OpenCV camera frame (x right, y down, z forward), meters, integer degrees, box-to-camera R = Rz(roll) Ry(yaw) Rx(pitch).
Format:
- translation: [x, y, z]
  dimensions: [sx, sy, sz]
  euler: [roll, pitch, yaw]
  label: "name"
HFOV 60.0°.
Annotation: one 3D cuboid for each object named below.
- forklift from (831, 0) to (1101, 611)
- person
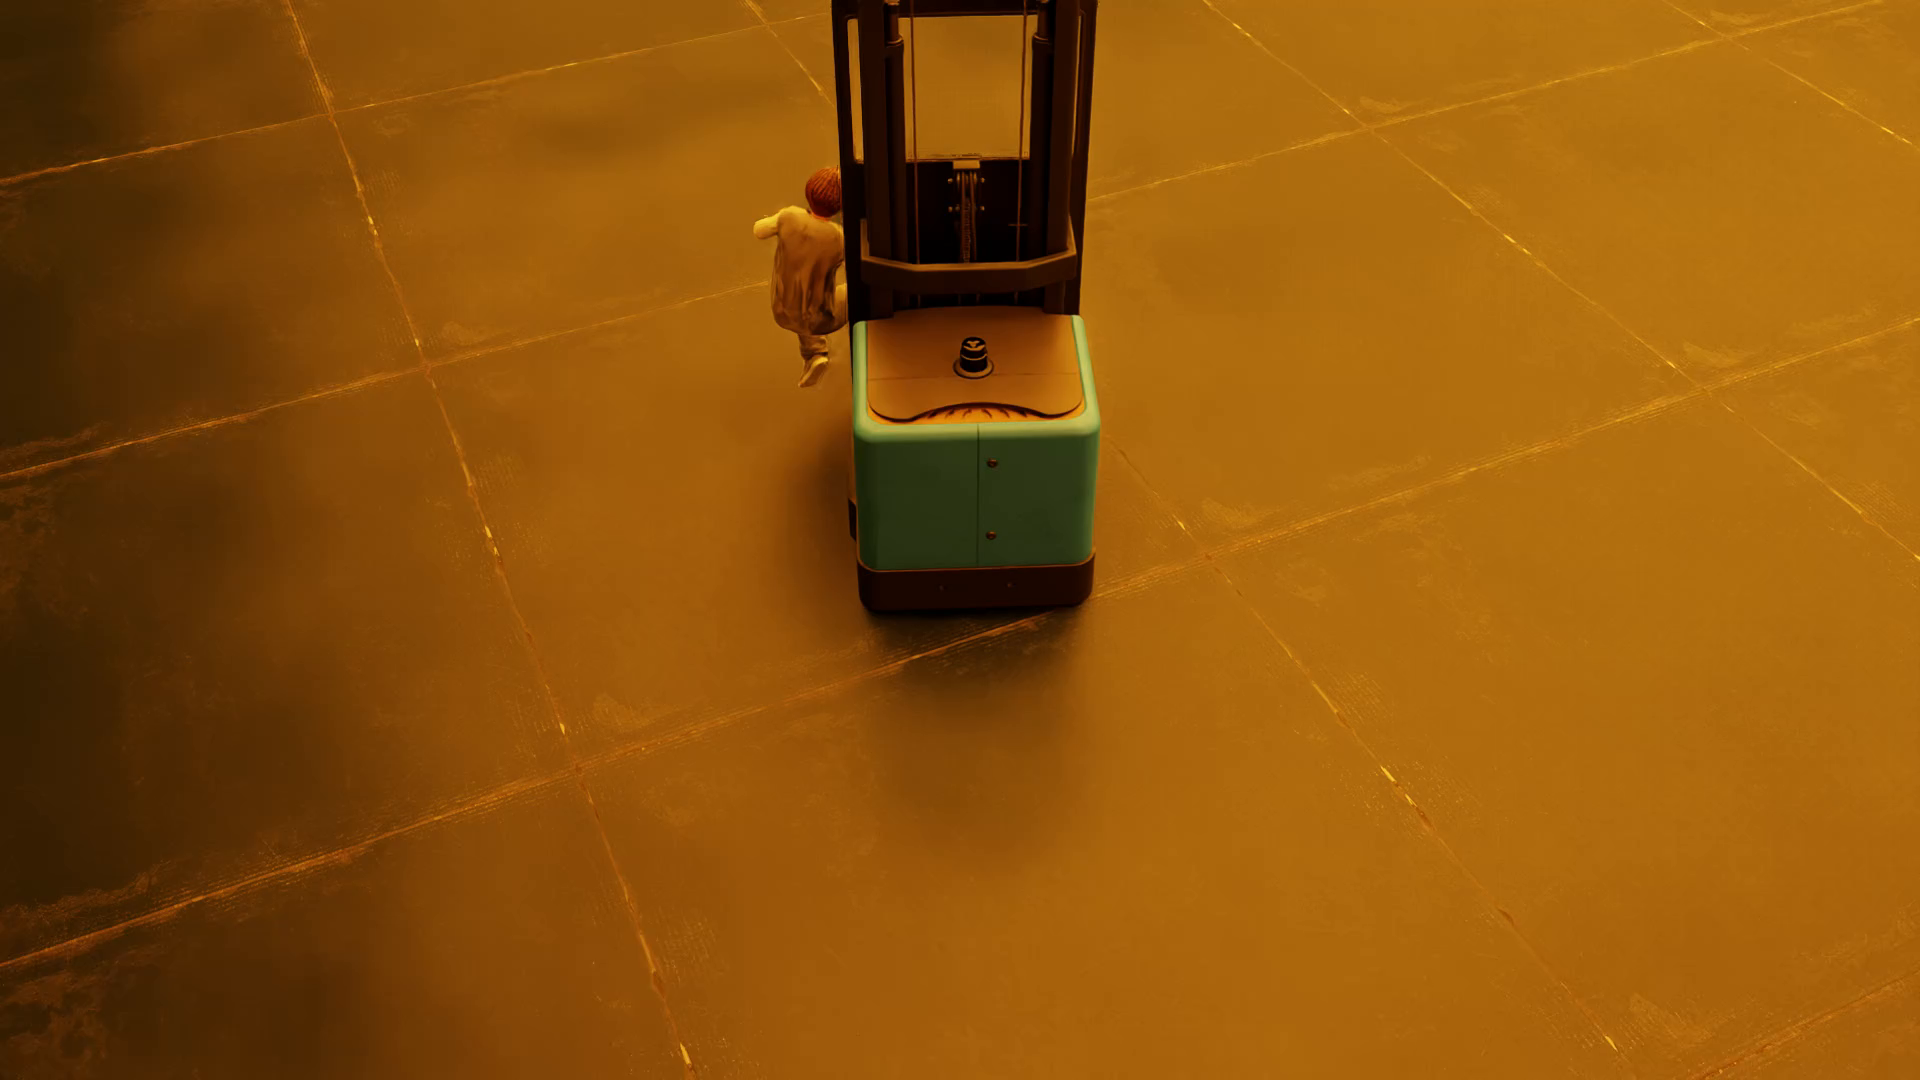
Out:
- translation: [0.004, -1.751, 7.556]
  dimensions: [1.130, 2.935, 3.031]
  euler: [-2, 43, -2]
  label: "forklift"
- translation: [-0.598, -1.286, 8.131]
  dimensions: [0.799, 1.331, 0.708]
  euler: [17, 46, 17]
  label: "person"
